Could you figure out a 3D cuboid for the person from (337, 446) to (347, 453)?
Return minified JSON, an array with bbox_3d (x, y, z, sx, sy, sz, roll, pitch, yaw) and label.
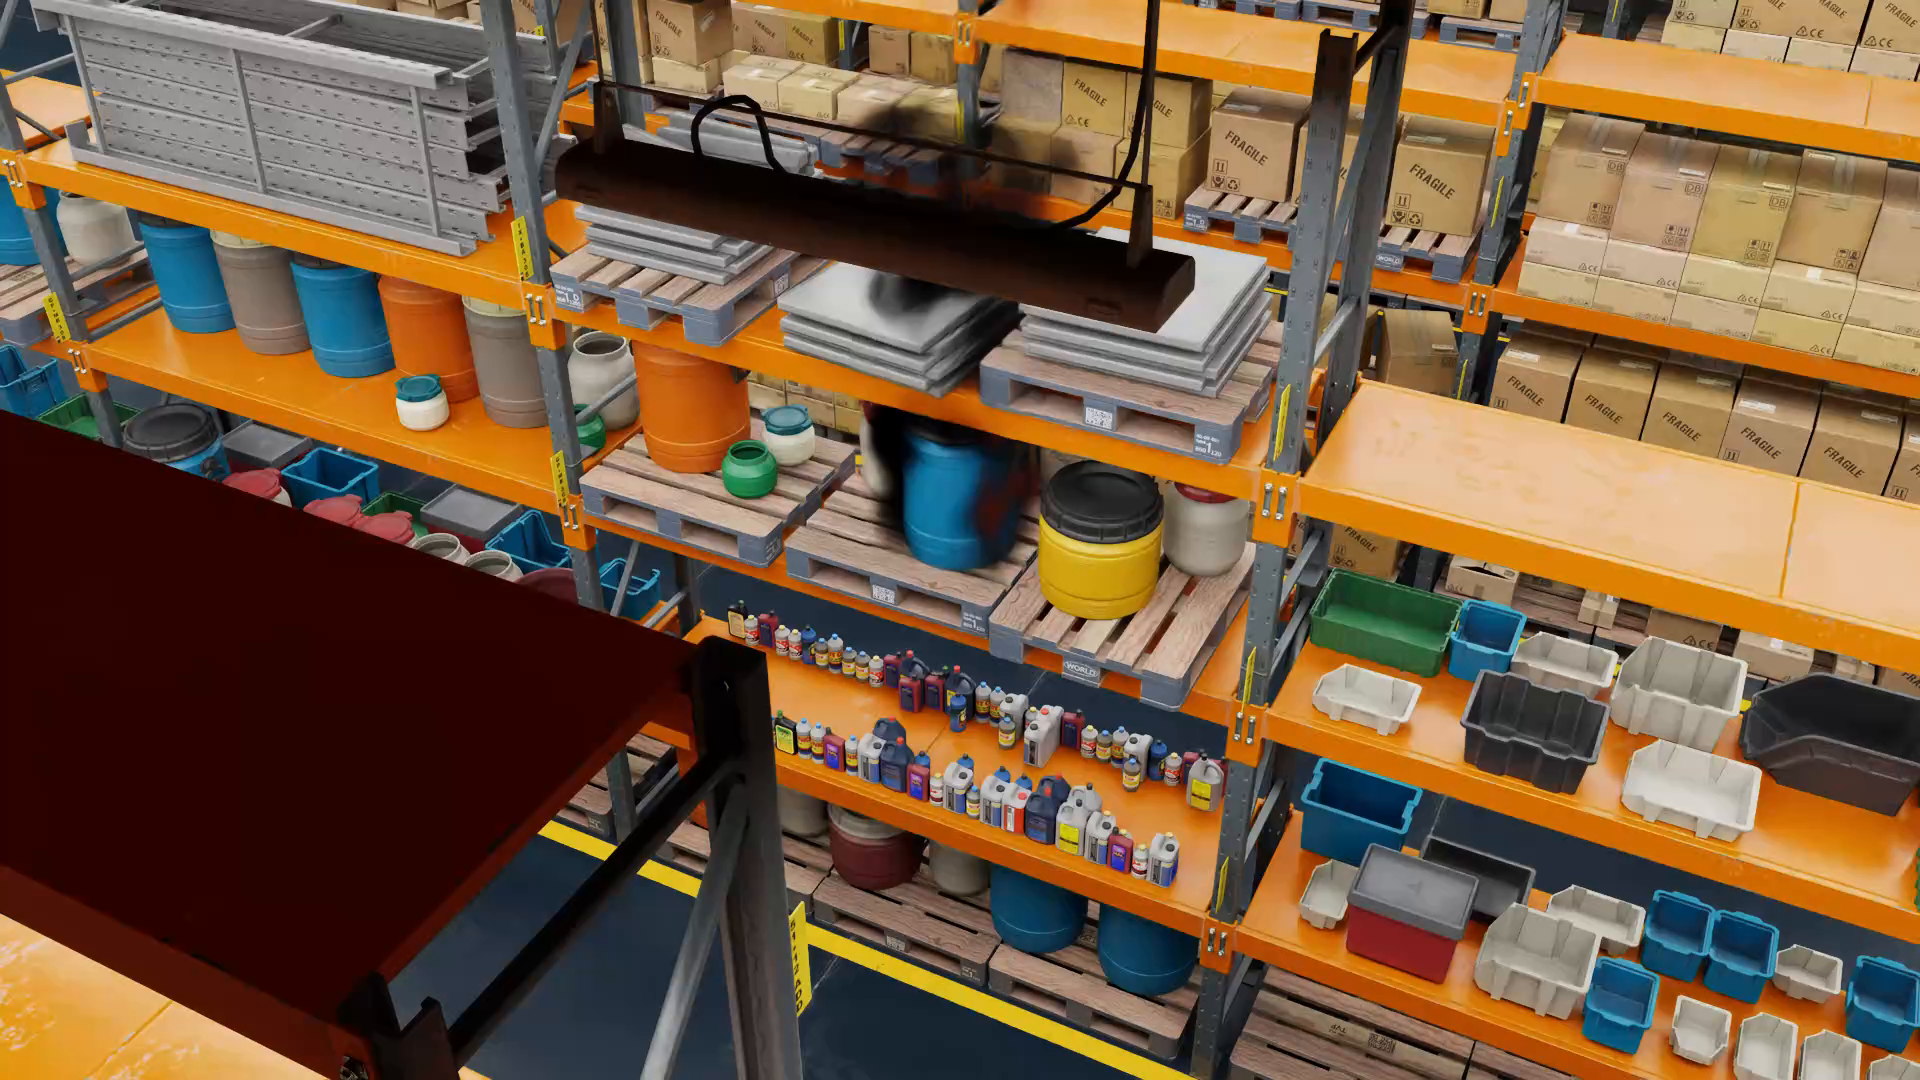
[{"bbox_3d":[-5.788,-1.282,14.312,1.032,1.655,0.557,11,37,15],"label":"person"}]
